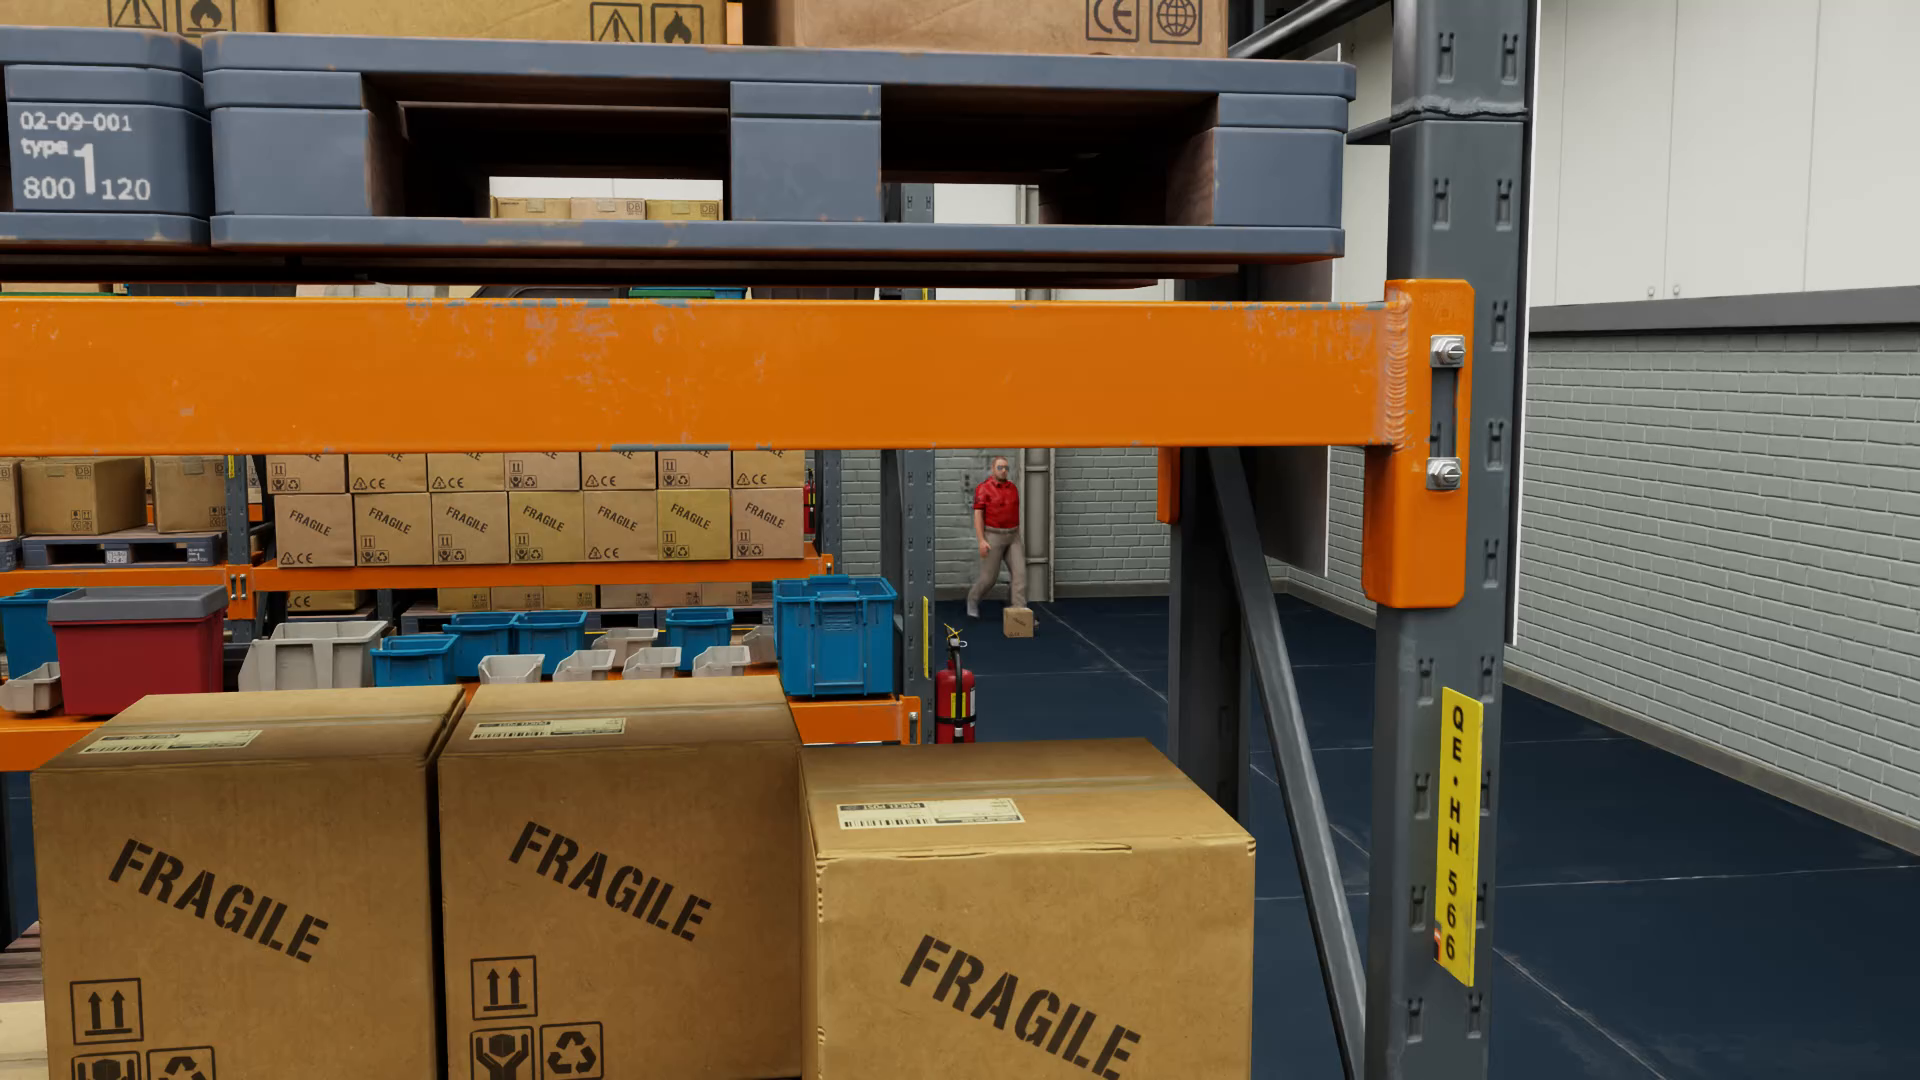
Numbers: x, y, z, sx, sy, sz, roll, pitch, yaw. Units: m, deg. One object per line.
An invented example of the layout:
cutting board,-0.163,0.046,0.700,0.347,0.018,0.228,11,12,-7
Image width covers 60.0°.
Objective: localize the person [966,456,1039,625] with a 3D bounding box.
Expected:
person,0.413,-0.003,16.817,0.593,1.687,0.880,-5,8,-36
